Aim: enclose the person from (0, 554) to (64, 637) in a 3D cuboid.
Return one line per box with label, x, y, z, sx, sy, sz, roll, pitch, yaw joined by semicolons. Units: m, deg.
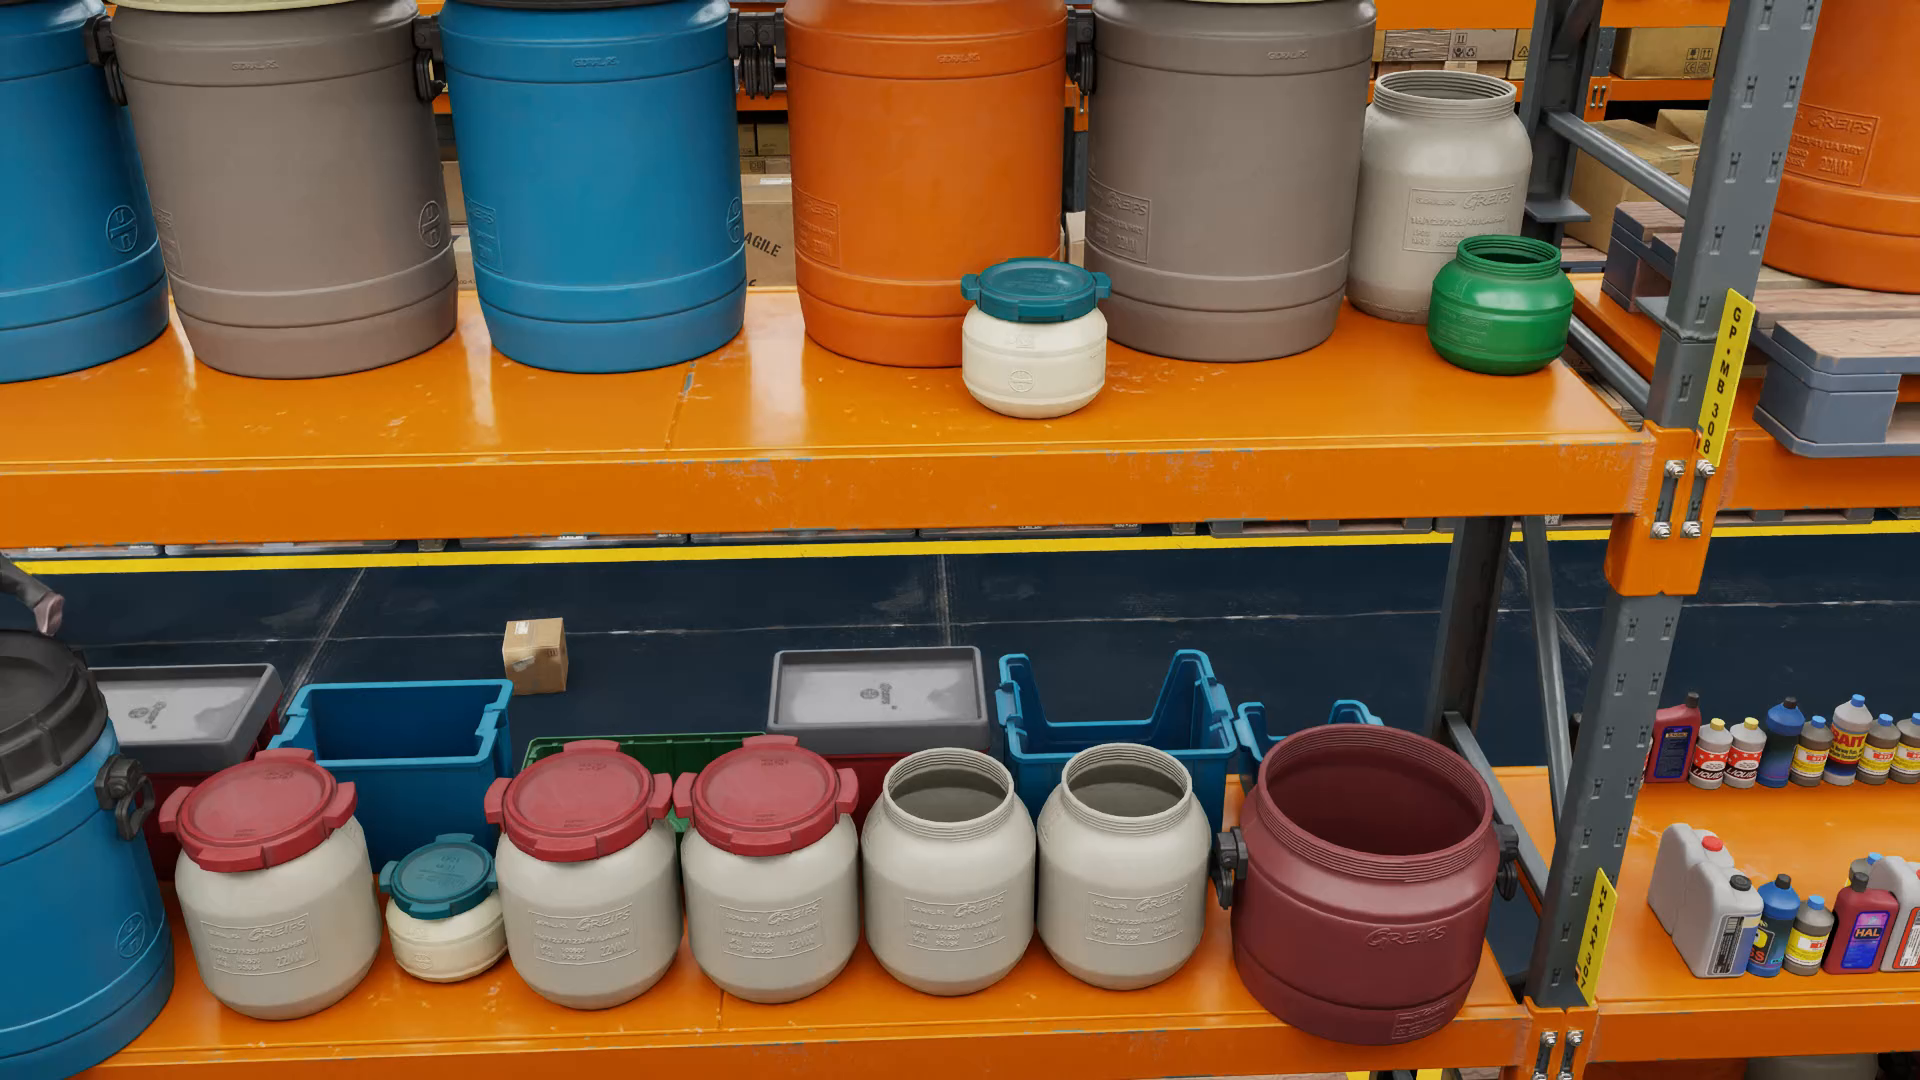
person;-4.450;-0.164;7.401;0.549;1.647;0.456;0;28;0
